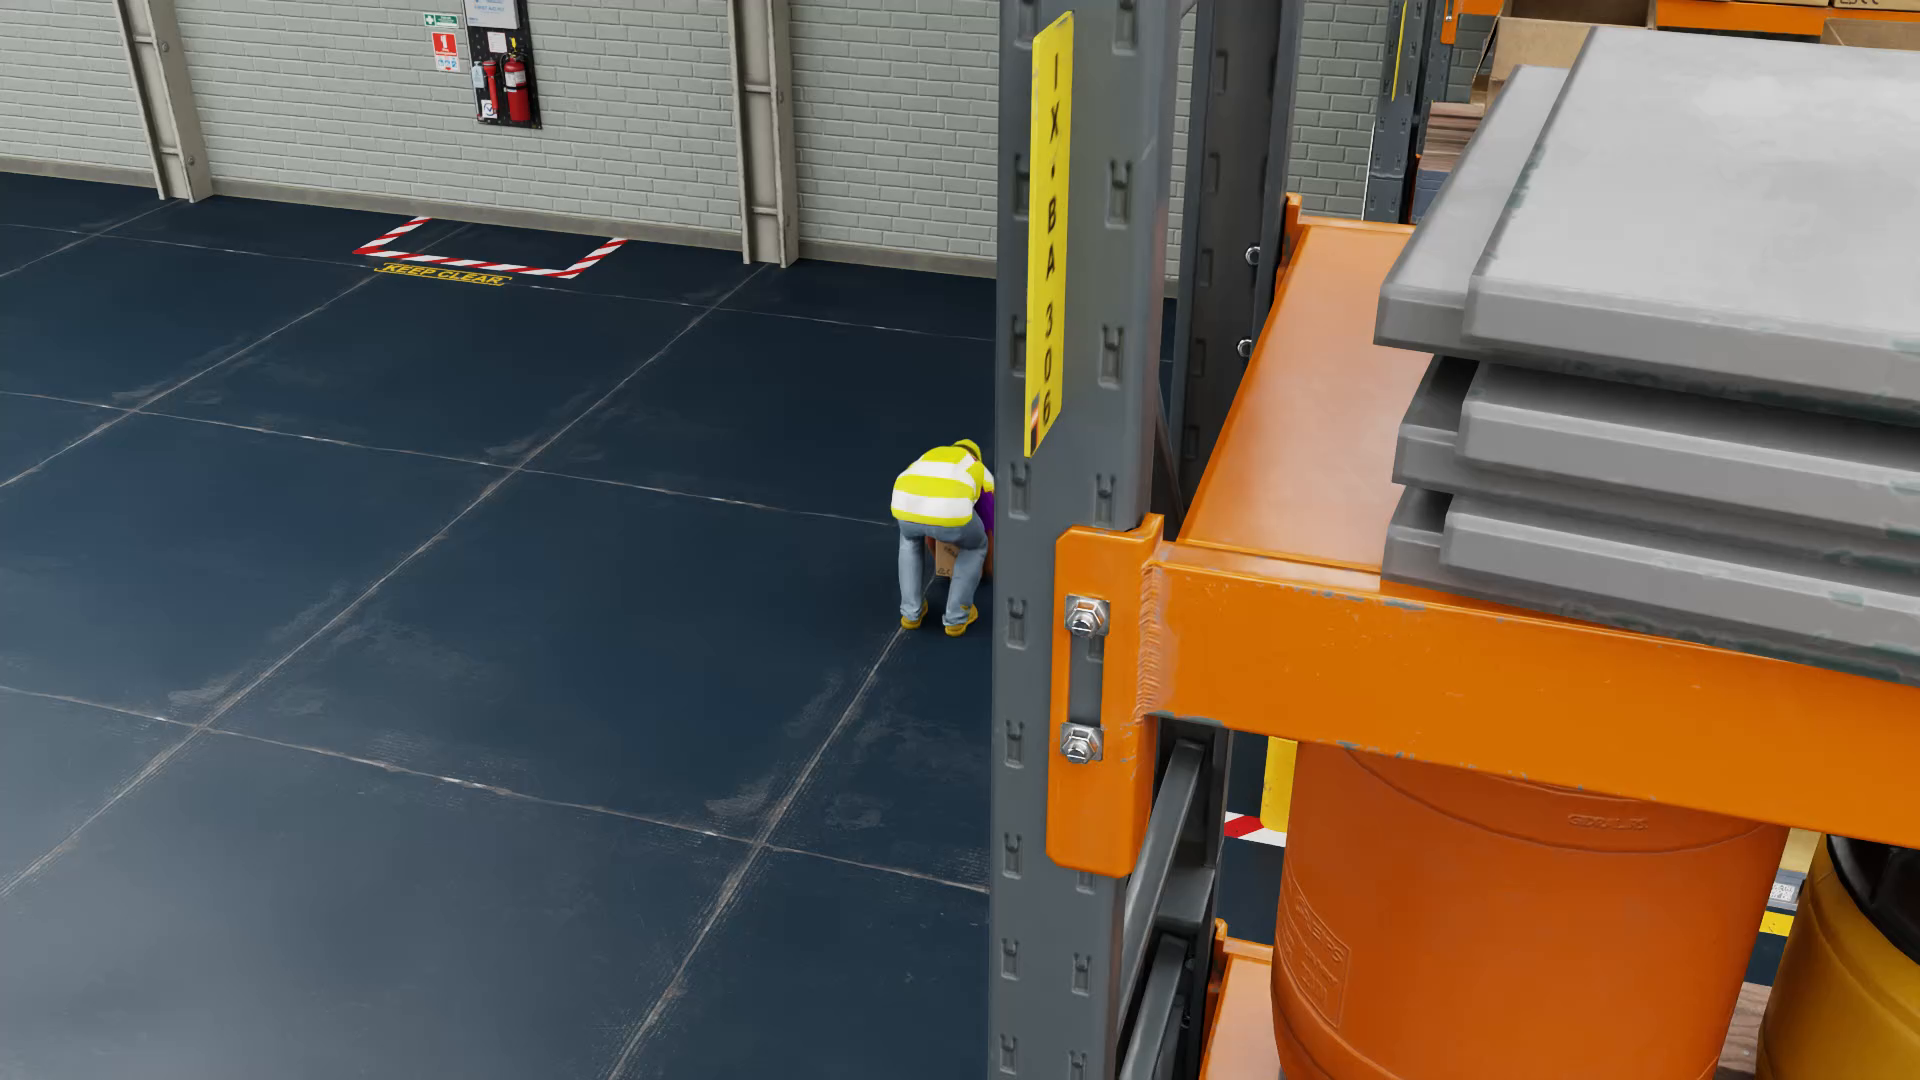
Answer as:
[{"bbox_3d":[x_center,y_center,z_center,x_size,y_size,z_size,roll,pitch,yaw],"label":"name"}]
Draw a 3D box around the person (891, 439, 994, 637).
[{"bbox_3d":[-0.074,-0.075,9.043,0.498,0.979,0.974,7,30,13],"label":"person"}]
